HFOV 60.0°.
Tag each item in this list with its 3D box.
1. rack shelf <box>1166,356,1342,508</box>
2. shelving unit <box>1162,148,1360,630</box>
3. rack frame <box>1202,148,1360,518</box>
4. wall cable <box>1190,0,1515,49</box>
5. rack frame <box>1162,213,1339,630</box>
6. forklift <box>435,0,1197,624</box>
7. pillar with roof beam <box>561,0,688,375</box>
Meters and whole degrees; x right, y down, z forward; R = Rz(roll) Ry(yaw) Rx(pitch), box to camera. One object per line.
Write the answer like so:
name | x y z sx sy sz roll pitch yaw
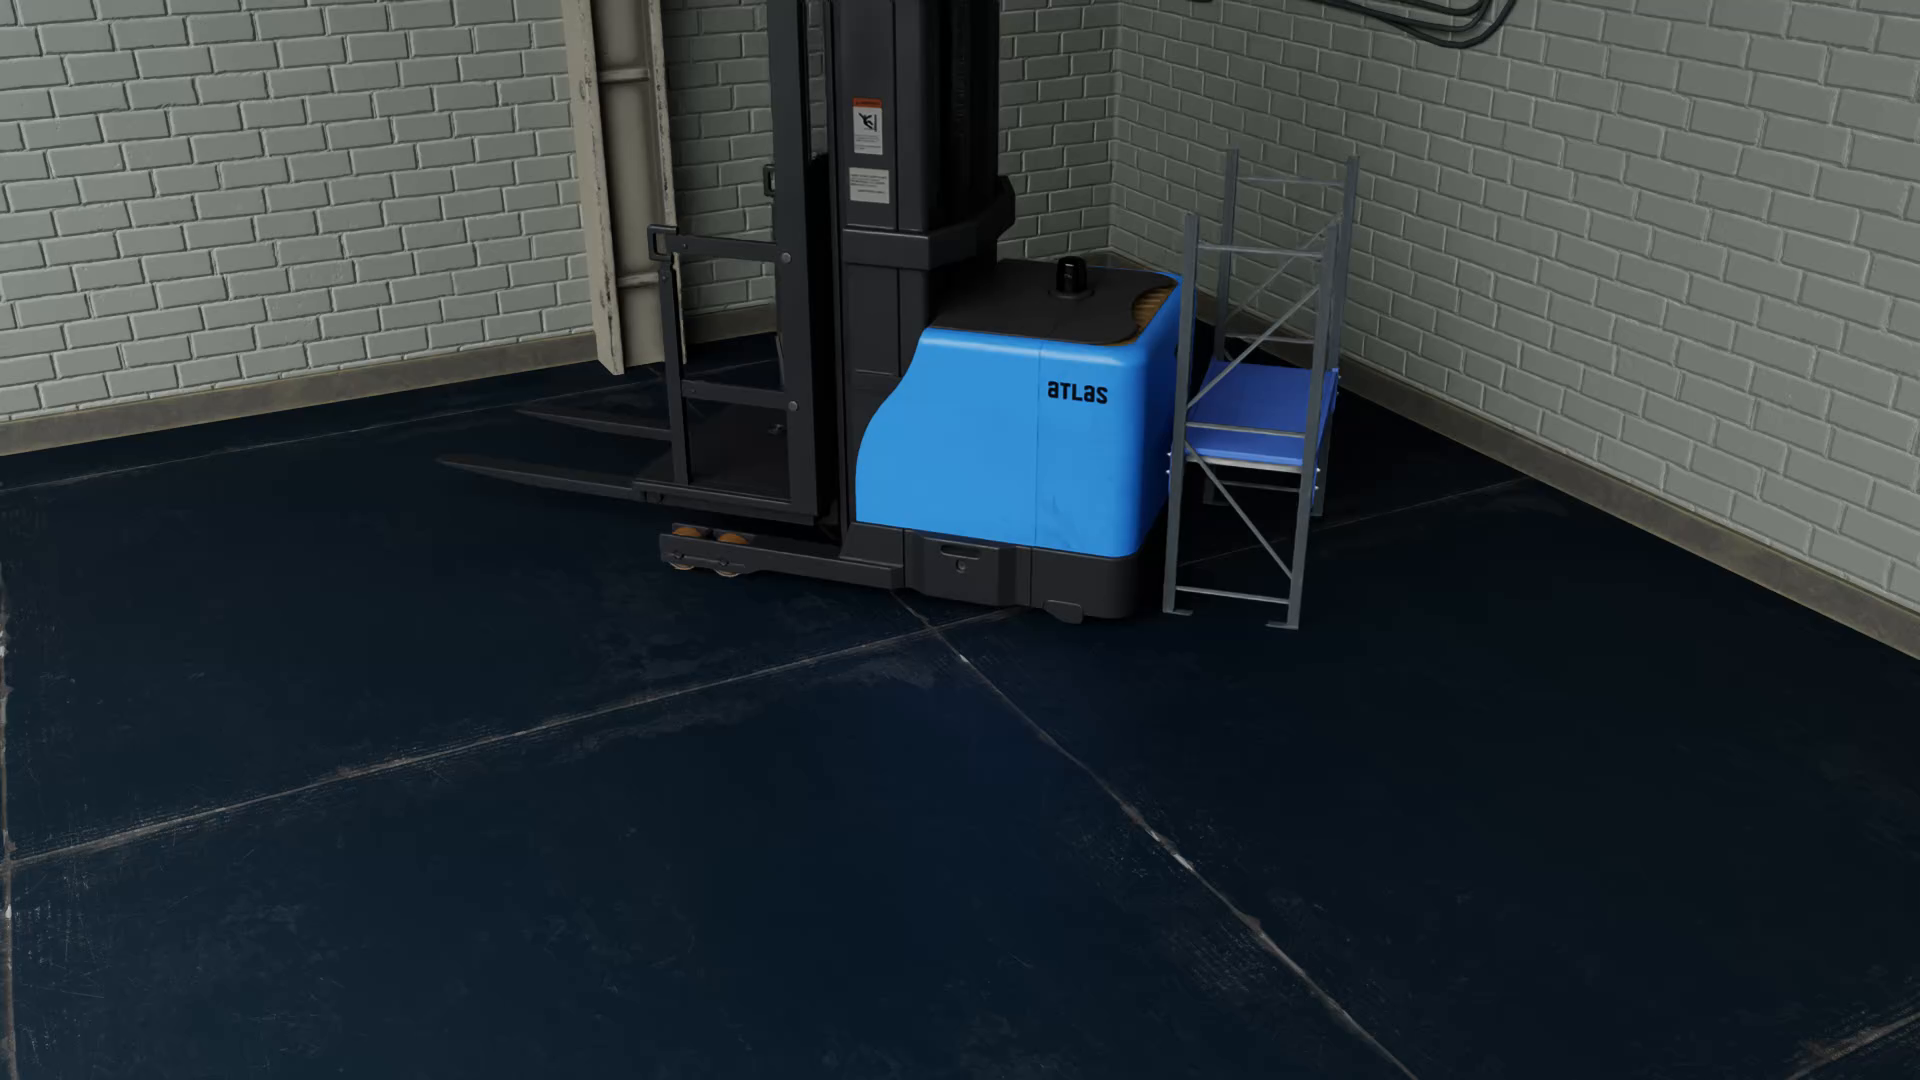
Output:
rack shelf | 1.136 -0.432 6.333 0.538 0.185 1.000 7 27 14
shelving unit | 1.136 -0.594 6.255 0.538 1.500 1.048 7 27 14
rack frame | 1.276 -0.806 6.695 0.500 1.500 0.032 7 27 14
wall cable | 1.556 -3.693 7.633 0.112 2.526 3.097 -13 29 -25
rack frame | 0.997 -0.383 5.814 0.500 1.500 0.032 7 27 14
forklift | -0.652 -1.383 6.244 3.031 2.935 1.130 8 27 17
pillar with roof beam | 0.360 -3.354 3.339 0.400 9.000 9.100 -13 29 -25
